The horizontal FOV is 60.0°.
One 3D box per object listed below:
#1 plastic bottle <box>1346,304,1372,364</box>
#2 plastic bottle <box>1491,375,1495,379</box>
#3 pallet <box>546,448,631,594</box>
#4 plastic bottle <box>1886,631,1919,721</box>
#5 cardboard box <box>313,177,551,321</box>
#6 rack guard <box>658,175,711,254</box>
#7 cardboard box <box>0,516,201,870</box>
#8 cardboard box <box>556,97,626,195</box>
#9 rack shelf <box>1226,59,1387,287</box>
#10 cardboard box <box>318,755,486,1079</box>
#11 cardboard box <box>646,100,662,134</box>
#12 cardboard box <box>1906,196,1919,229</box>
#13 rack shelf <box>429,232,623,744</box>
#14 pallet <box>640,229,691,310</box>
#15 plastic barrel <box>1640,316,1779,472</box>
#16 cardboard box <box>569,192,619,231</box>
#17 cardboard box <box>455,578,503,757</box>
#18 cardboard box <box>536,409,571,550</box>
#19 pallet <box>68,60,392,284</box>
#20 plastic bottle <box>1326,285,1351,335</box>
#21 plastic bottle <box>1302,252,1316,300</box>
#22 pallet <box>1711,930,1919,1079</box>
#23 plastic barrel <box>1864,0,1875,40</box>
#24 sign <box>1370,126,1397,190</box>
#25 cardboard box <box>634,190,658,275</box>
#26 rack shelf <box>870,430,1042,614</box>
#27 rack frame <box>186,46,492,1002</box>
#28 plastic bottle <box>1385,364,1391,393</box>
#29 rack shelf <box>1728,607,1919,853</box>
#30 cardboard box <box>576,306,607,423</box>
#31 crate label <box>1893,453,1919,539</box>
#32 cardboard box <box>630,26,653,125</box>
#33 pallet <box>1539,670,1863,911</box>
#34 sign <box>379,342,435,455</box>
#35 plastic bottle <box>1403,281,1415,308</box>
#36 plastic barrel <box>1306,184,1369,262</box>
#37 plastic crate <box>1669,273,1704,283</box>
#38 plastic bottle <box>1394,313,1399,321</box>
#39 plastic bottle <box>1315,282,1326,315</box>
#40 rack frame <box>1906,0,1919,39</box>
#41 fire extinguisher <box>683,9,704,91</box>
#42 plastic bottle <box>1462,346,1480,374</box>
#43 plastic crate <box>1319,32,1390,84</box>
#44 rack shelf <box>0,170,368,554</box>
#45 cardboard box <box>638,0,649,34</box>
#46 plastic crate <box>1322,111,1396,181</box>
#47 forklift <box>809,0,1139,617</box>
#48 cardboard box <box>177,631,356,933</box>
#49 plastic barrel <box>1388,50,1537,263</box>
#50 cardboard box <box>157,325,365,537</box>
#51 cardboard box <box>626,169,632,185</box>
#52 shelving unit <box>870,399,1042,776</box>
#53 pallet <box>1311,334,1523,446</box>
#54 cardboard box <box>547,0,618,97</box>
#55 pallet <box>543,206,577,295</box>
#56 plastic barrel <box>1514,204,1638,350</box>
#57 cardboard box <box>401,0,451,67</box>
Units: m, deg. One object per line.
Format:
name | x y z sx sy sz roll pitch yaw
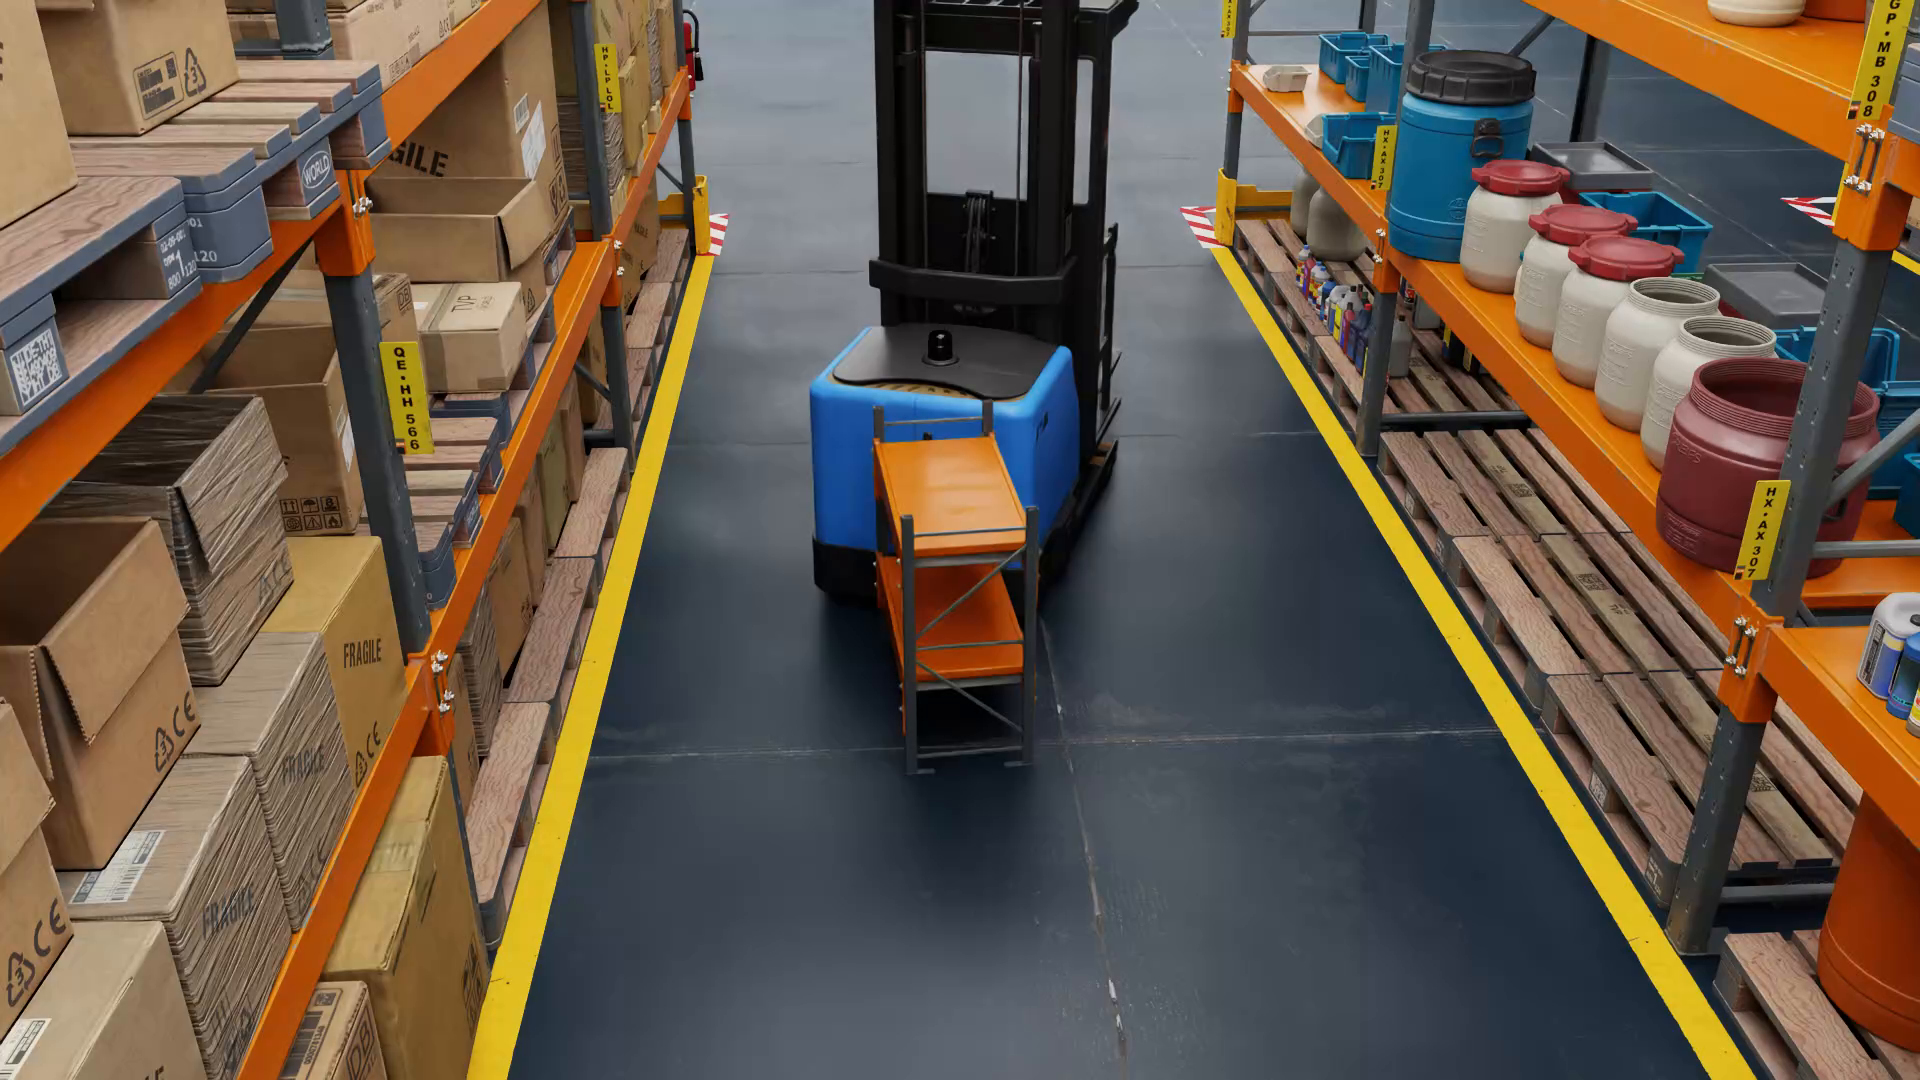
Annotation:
plastic bottle | 2.363 -1.218 9.730 0.144 0.351 0.185 -3 28 -5
plastic bottle | 3.105 -1.024 9.520 0.097 0.201 0.097 0 28 0
pallet | -2.210 -0.103 8.218 1.003 0.211 1.213 -1 28 -3
plastic bottle | 2.581 0.348 4.478 0.097 0.271 0.097 0 28 0
cardboard box | -2.069 -1.132 6.611 0.797 0.503 0.637 1 28 3
rack guard | -2.457 -2.402 12.315 1.175 0.500 0.348 -1 28 -3
cardboard box | -1.990 0.299 3.241 0.797 0.503 0.637 -1 28 -1
cardboard box | -2.214 -2.084 8.572 0.875 0.500 0.500 -1 28 -3
rack shelf | 2.590 -2.423 10.429 1.077 0.370 4.000 -1 28 -3
cardboard box | -2.028 1.224 4.503 1.225 0.875 0.875 -3 28 -5
cardboard box | -2.057 -2.618 10.297 0.380 0.149 0.250 -1 28 -3
cardboard box | 7.238 -2.497 12.314 0.500 0.250 0.500 -1 28 -3
rack shelf | -2.148 -0.456 6.658 1.077 0.370 4.000 -1 28 -3
pallet | -2.450 -1.898 11.661 1.003 0.211 1.213 -1 28 -3
plastic barrel | 2.636 -0.490 5.826 0.421 0.512 0.421 0 28 0
cardboard box | -1.963 -1.694 8.525 0.380 0.149 0.250 -1 28 -3
cardboard box | -2.140 0.497 6.280 0.700 0.500 0.500 -4 28 -7
cardboard box | -2.236 -0.280 7.771 0.700 0.500 0.500 -2 28 -3
pallet | -1.957 -0.801 3.504 1.213 0.211 1.003 0 28 0
plastic bottle | 2.341 -1.409 10.177 0.152 0.276 0.135 -1 28 -2
plastic bottle | 2.262 -1.706 10.739 0.061 0.283 0.133 -1 28 -2
pallet | 2.986 1.629 4.899 1.003 0.211 1.213 -1 28 -3
plastic barrel | 3.077 -1.908 4.878 0.600 0.901 0.600 0 28 0
sign | 2.144 -1.933 8.413 0.100 0.325 0.005 -1 28 -3
cardboard box | -2.380 -2.060 11.204 0.500 0.500 0.500 6 28 11
rack shelf | -0.037 -0.093 6.579 0.538 0.278 1.000 -4 28 -7
rack frame | -2.043 0.149 4.721 1.000 3.000 0.127 -1 28 -3
plastic bottle | 2.364 -0.932 9.344 0.097 0.201 0.097 0 28 0
rack shelf | 3.007 1.272 3.346 1.077 0.370 4.000 -1 28 -3
cardboard box | -2.233 -0.962 9.100 0.500 0.500 0.500 -2 28 -4
crate label | 3.255 -0.100 5.380 0.303 0.233 0.416 -1 28 -3
cardboard box | -2.316 -2.776 9.899 0.875 0.500 0.500 -1 28 -3
pallet | 2.901 0.907 6.283 1.003 0.211 1.213 -1 28 -3
sign | -1.489 -0.380 4.482 0.100 0.325 0.005 -1 28 -3
plastic bottle | 2.888 -1.589 10.604 0.097 0.201 0.097 0 28 0
plastic barrel | 2.622 -2.215 11.489 0.421 0.512 0.421 0 28 0
plastic crate | 3.067 -0.927 7.012 0.450 0.188 0.662 -1 28 -3
plastic bottle | 2.509 -1.200 9.776 0.152 0.276 0.135 -1 28 -3
plastic bottle | 2.297 -1.525 10.480 0.097 0.201 0.097 0 28 0
rack frame | 2.903 -2.631 3.563 1.000 3.000 0.127 -1 28 -3
fire extinguisher | -2.007 -3.575 11.945 0.296 0.674 0.183 -1 28 -3
plastic bottle | 2.965 -1.112 9.601 0.061 0.283 0.133 -1 28 -3
plastic crate | 2.810 -3.375 11.639 0.499 0.251 0.616 -1 28 -3
rack shelf | -1.939 0.061 2.423 1.077 0.370 4.000 -1 28 -3
cardboard box | -2.112 -3.224 9.678 0.500 0.500 0.500 -1 28 -3
plastic crate | 2.365 -2.257 9.494 0.499 0.251 0.616 -1 28 -3
forklift | 0.221 -1.619 8.185 1.130 2.935 3.031 8 28 14
cardboard box | -1.750 0.557 3.831 0.500 0.500 0.500 -2 28 -3
plastic barrel | 2.412 -1.855 8.020 0.600 0.901 0.708 -1 28 -3
cardboard box | -2.111 -0.330 5.077 0.500 0.500 0.500 -5 28 -9
cardboard box | -2.026 -2.039 9.188 0.380 0.149 0.250 -1 28 -3
shelving unit | -0.037 0.166 6.715 0.538 1.125 1.048 -4 28 -7
pallet | 2.701 -0.893 9.734 1.003 0.211 1.213 -1 28 -3
cardboard box | -2.022 -2.532 8.350 0.500 0.500 0.500 -1 28 -3
pallet | -2.358 -1.257 7.624 1.003 0.211 1.213 -1 28 -3
plastic barrel | 2.563 -1.092 6.954 0.433 0.535 0.433 0 28 0
cardboard box | -1.840 -1.575 4.945 0.500 0.250 0.500 -1 28 -1
